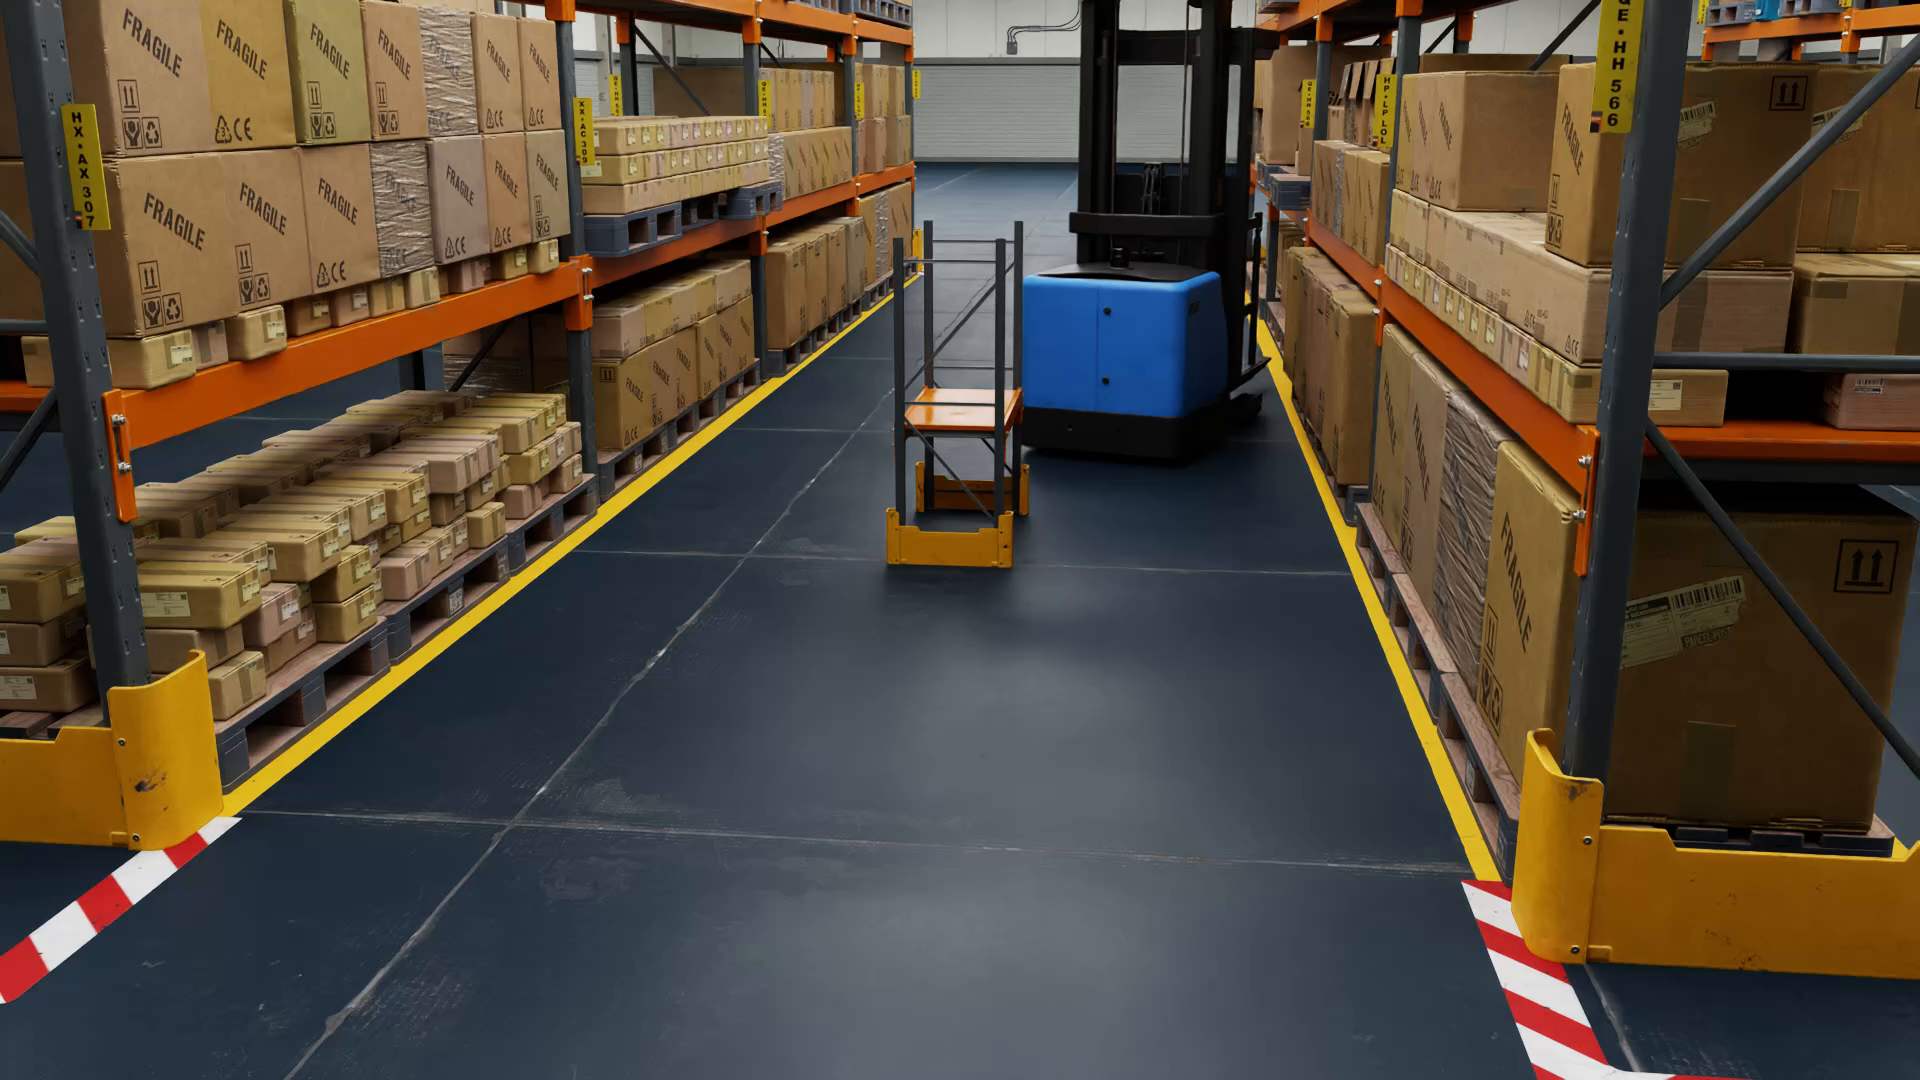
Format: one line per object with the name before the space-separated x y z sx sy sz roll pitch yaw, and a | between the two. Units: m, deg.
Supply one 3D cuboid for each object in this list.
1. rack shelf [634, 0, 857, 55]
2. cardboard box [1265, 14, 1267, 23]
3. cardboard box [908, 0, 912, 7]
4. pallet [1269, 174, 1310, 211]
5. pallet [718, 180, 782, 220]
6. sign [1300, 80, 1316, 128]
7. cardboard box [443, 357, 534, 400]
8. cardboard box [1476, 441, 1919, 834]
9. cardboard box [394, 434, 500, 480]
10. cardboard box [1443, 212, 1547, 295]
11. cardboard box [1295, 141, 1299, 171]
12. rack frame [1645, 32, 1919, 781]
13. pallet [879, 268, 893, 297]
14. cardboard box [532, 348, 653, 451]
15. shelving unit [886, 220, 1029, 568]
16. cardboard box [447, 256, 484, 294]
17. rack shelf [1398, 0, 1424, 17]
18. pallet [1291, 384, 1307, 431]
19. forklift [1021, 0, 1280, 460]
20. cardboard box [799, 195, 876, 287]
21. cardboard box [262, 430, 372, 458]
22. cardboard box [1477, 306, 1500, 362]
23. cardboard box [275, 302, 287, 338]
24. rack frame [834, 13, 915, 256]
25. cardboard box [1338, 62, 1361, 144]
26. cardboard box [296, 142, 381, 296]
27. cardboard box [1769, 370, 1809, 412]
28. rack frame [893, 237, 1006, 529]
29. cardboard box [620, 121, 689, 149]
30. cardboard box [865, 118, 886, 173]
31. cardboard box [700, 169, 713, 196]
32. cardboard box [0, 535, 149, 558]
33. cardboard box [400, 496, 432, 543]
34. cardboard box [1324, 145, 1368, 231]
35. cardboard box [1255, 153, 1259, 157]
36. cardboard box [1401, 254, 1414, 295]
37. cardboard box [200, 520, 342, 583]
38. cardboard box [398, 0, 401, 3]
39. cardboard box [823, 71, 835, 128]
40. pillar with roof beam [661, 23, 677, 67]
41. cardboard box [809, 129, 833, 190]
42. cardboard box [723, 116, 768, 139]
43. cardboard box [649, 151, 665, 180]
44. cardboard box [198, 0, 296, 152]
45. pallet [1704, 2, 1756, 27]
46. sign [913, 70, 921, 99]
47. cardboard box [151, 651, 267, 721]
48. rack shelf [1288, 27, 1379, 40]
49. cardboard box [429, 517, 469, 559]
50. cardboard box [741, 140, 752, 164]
rack shelf | -1.732 -4.280 13.875 1.077 0.370 4.000 2 15 6
cardboard box | 3.385 -5.424 17.015 0.500 0.250 0.500 2 15 8
cardboard box | -0.756 -6.217 19.146 0.380 0.149 0.250 2 15 6
pallet | 2.934 -2.584 12.338 1.213 0.211 1.003 2 15 6
pallet | -1.932 -2.380 11.585 1.213 0.211 1.003 2 15 6
sign | 2.419 -3.022 11.527 0.100 0.325 0.005 2 15 6
cardboard box | -2.576 -0.819 9.427 0.500 0.500 0.500 1 15 5
cardboard box | 2.049 0.241 4.789 0.875 0.875 0.875 2 15 6
cardboard box | -2.247 -0.367 7.289 0.380 0.149 0.250 1 15 4
cardboard box | 2.017 -1.017 5.893 0.500 0.250 0.500 2 15 6
cardboard box | 2.879 -3.067 13.209 0.396 0.266 0.258 1 15 5
rack frame | 2.053 -0.413 3.945 0.949 2.616 0.053 2 15 6
pallet | -1.208 -2.864 18.350 1.003 0.211 1.213 2 15 6
cardboard box | -2.062 -0.803 9.369 0.500 0.500 0.500 2 15 8
shelving unit | 0.009 -0.744 8.039 0.587 1.500 1.083 2 15 6
cardboard box | -2.274 -1.146 7.134 0.380 0.149 0.250 1 15 4
rack shelf | 2.282 -2.033 5.565 1.077 0.370 4.000 2 15 6
pallet | 2.795 -0.940 11.234 1.003 0.211 1.213 2 15 6
forklift | 1.392 -2.226 10.780 1.130 2.935 3.031 6 16 23
cardboard box | -1.366 -3.036 16.910 0.875 0.875 0.875 2 15 7
cardboard box | -2.840 -0.385 7.356 0.380 0.149 0.250 2 15 7
cardboard box | 1.883 -0.659 5.334 0.380 0.149 0.250 1 15 5
cardboard box | -2.534 -0.745 5.654 0.380 0.149 0.250 2 15 9
rack frame | -1.055 -4.735 19.928 1.000 3.000 0.127 2 15 6
cardboard box | 2.861 -2.832 10.774 0.797 0.503 0.637 2 15 8
cardboard box | -2.432 -1.152 5.915 0.500 0.500 0.500 2 15 7
cardboard box | 2.452 -0.441 4.528 0.380 0.149 0.250 1 15 5
rack frame | -0.048 -0.614 7.561 0.500 1.500 0.032 2 15 6
cardboard box | -1.792 -2.350 9.645 0.380 0.149 0.250 2 15 6
cardboard box | -1.259 -4.146 17.462 0.875 0.550 0.550 2 15 6
cardboard box | -1.734 -2.197 10.218 0.380 0.149 0.250 1 15 4
cardboard box | -2.967 0.092 5.591 0.380 0.149 0.250 2 15 7
cardboard box | -2.417 -0.096 6.857 0.380 0.149 0.250 2 15 9
cardboard box | 2.524 -2.152 10.181 0.500 0.500 0.500 1 15 5
cardboard box | 3.502 -4.246 18.600 0.380 0.149 0.250 2 15 6
cardboard box | 2.085 -1.126 7.061 0.380 0.149 0.250 2 15 8
cardboard box | -2.396 0.038 5.792 0.380 0.149 0.250 2 15 6
cardboard box | -6.066 -5.577 17.011 0.500 0.250 0.500 2 15 6
cardboard box | -1.557 -4.100 15.471 0.700 0.500 0.500 1 15 5
pillar with roof beam | -4.229 -15.396 47.861 9.100 9.000 0.400 2 15 6
cardboard box | -1.414 -3.341 14.579 0.500 0.500 0.500 2 15 7
cardboard box | -1.557 -2.889 11.635 0.380 0.149 0.250 1 15 4
cardboard box | -1.852 -2.071 9.181 0.380 0.149 0.250 2 15 8
cardboard box | -2.495 -1.500 5.285 0.500 0.500 0.500 2 15 8
pallet | 8.593 -5.562 17.602 1.003 0.211 1.213 2 15 6
sign | -0.517 -5.389 19.674 0.100 0.325 0.005 2 15 6
cardboard box | -2.483 0.461 5.366 0.380 0.149 0.250 2 15 7
rack shelf | 3.636 -5.214 17.056 0.831 0.071 3.687 2 15 6
cardboard box | -2.328 -0.004 7.086 0.380 0.149 0.250 2 15 7
cardboard box | -1.617 -2.606 11.162 0.380 0.149 0.250 2 15 8
